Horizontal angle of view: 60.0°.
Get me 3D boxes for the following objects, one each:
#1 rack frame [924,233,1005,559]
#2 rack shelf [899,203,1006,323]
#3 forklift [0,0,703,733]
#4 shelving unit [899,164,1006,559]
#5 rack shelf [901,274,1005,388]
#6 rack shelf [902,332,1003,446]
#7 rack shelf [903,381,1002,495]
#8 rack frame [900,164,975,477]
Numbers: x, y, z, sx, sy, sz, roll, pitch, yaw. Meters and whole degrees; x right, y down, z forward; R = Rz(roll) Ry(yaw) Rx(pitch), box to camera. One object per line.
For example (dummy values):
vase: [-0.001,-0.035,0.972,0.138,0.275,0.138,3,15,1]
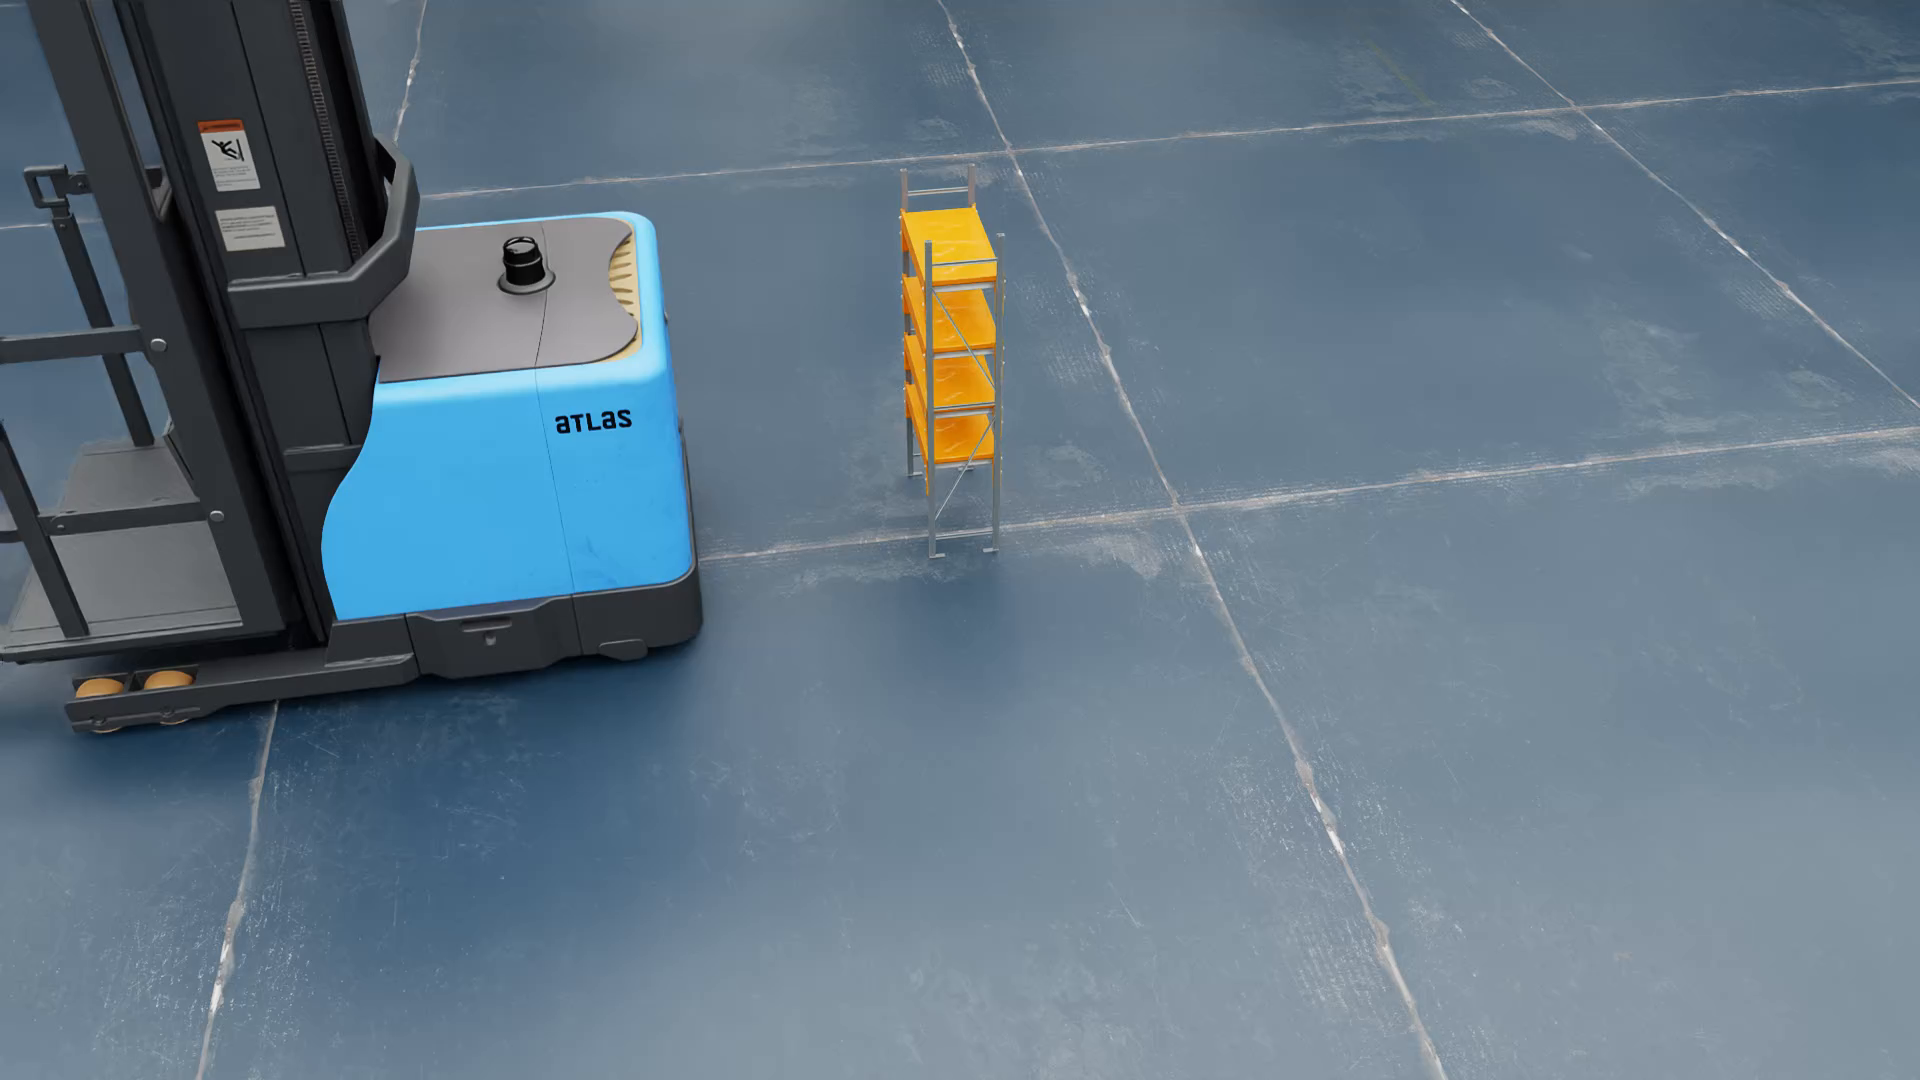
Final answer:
rack frame: [0.014,-0.426,5.321,0.240,1.200,0.015,-6,38,-8]
rack shelf: [-0.029,-0.884,5.270,0.258,0.148,0.480,-6,38,-8]
forklift: [-2.385,-0.930,4.558,3.031,2.935,1.130,-6,38,-8]
shelving unit: [-0.029,-0.574,5.511,0.258,1.200,0.503,-6,38,-8]
rack shelf: [-0.029,-0.697,5.415,0.258,0.148,0.480,-6,38,-8]
rack shelf: [-0.029,-0.521,5.552,0.258,0.148,0.480,-6,38,-8]
rack shelf: [-0.029,-0.364,5.674,0.258,0.148,0.480,-6,38,-8]
rack frame: [-0.072,-0.721,5.700,0.240,1.200,0.015,-6,38,-8]
